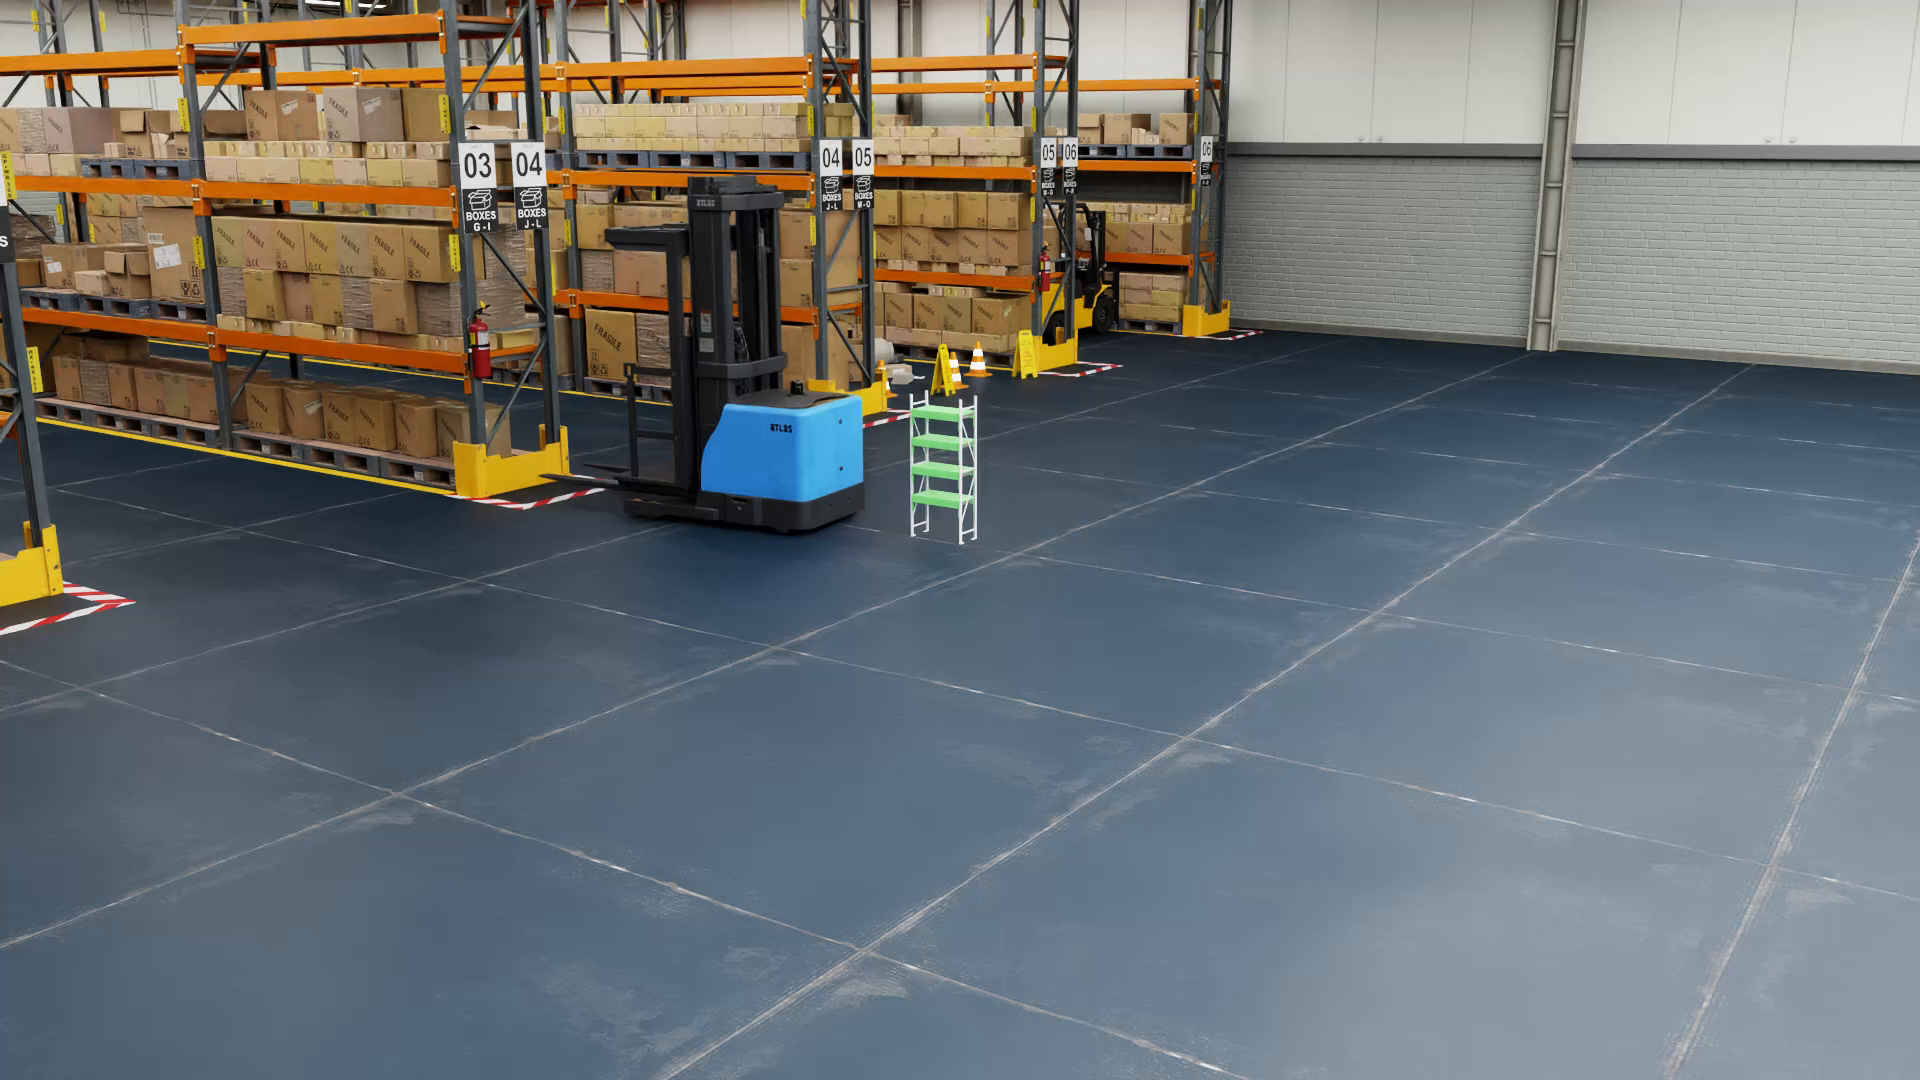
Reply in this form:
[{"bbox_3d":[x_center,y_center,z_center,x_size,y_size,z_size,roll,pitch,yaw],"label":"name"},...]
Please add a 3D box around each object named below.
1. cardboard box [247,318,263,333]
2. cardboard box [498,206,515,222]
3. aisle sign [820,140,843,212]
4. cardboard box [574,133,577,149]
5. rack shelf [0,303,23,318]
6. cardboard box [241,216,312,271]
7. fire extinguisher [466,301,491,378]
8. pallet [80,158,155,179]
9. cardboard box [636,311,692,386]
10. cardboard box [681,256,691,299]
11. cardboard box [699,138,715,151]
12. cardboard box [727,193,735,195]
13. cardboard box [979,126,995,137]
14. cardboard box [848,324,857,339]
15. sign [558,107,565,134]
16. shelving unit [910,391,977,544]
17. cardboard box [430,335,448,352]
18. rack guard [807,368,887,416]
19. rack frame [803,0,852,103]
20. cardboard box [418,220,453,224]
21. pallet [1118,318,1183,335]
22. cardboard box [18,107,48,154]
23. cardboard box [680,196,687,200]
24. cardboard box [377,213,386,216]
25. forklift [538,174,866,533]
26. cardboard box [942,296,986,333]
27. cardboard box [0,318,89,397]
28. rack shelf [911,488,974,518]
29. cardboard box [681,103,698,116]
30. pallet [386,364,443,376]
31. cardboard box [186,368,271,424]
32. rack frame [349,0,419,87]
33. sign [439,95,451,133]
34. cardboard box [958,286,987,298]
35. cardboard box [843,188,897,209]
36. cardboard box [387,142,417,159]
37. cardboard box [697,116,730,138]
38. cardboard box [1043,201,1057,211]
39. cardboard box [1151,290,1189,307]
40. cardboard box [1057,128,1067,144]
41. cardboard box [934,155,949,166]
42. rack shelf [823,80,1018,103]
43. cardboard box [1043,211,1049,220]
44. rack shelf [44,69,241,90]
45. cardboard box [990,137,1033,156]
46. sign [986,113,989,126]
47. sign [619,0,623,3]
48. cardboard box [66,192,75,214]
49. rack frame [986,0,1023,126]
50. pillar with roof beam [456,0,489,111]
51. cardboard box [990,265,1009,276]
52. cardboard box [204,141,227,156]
[{"bbox_3d":[-7.088,-2.227,17.100,0.250,0.149,0.380,9,17,33],"label":"cardboard box"},{"bbox_3d":[-5.932,-4.213,22.311,0.500,0.500,0.700,9,17,33],"label":"cardboard box"},{"bbox_3d":[-1.459,-4.133,18.869,0.004,0.787,0.394,9,17,33],"label":"aisle sign"},{"bbox_3d":[-5.031,-5.251,21.749,0.396,0.266,0.258,9,16,32],"label":"cardboard box"},{"bbox_3d":[-12.500,-2.957,21.025,4.000,0.370,1.077,9,17,33],"label":"rack shelf"},{"bbox_3d":[-6.874,-3.002,16.802,0.500,0.500,0.500,9,17,33],"label":"cardboard box"},{"bbox_3d":[-4.364,-1.821,15.097,0.183,0.674,0.296,9,17,33],"label":"fire extinguisher"},{"bbox_3d":[-8.836,-4.109,18.329,1.003,0.211,1.213,9,17,33],"label":"pallet"},{"bbox_3d":[-3.436,-2.431,20.950,0.875,0.875,0.875,9,17,33],"label":"cardboard box"},{"bbox_3d":[-3.009,-3.287,20.546,0.500,0.550,0.875,9,17,33],"label":"cardboard box"},{"bbox_3d":[-2.869,-4.675,19.664,0.250,0.149,0.380,9,17,33],"label":"cardboard box"},{"bbox_3d":[-3.795,-5.563,27.002,0.250,0.149,0.380,8,16,30],"label":"cardboard box"},{"bbox_3d":[0.469,-5.722,23.316,0.250,0.149,0.380,9,16,32],"label":"cardboard box"},{"bbox_3d":[-1.652,-3.214,25.413,0.500,0.250,0.500,8,16,30],"label":"cardboard box"},{"bbox_3d":[-4.964,-5.228,20.725,0.005,0.325,0.100,9,17,33],"label":"sign"},{"bbox_3d":[-0.137,-0.605,13.769,0.503,1.200,0.258,9,17,33],"label":"shelving unit"},{"bbox_3d":[-4.761,-1.874,15.675,0.250,0.149,0.380,9,17,33],"label":"cardboard box"},{"bbox_3d":[-1.330,-1.724,19.748,0.348,0.500,1.175,9,17,33],"label":"rack guard"},{"bbox_3d":[-1.990,-7.390,24.949,0.127,3.000,1.000,9,17,33],"label":"rack frame"},{"bbox_3d":[-4.917,-2.840,16.147,0.500,0.500,0.500,9,17,33],"label":"cardboard box"},{"bbox_3d":[3.438,-3.672,28.218,1.213,0.211,1.003,9,17,33],"label":"pallet"},{"bbox_3d":[-10.175,-4.603,18.683,0.500,0.500,0.500,9,17,33],"label":"cardboard box"},{"bbox_3d":[-5.155,-6.614,33.219,0.500,0.500,0.700,9,17,33],"label":"cardboard box"},{"bbox_3d":[-10.437,-5.816,30.868,0.500,0.500,0.500,10,17,35],"label":"cardboard box"},{"bbox_3d":[-2.383,-1.704,14.609,3.031,2.935,1.130,7,16,26],"label":"forklift"},{"bbox_3d":[0.083,-3.299,24.197,0.500,0.500,0.500,10,17,35],"label":"cardboard box"},{"bbox_3d":[-11.401,-2.308,20.450,0.875,0.875,1.225,8,16,30],"label":"cardboard box"},{"bbox_3d":[-0.137,-0.310,13.842,0.480,0.148,0.258,9,17,33],"label":"rack shelf"},{"bbox_3d":[-3.085,-5.097,19.708,0.250,0.149,0.380,9,17,33],"label":"cardboard box"},{"bbox_3d":[-7.376,-2.539,23.642,1.213,0.211,1.003,9,17,33],"label":"pallet"},{"bbox_3d":[-8.019,-1.589,18.285,0.500,0.500,0.700,8,16,29],"label":"cardboard box"},{"bbox_3d":[-7.988,-6.926,23.074,0.127,3.000,1.000,9,17,33],"label":"rack frame"},{"bbox_3d":[-4.529,-3.743,14.618,0.005,0.325,0.100,9,17,33],"label":"sign"},{"bbox_3d":[0.176,-3.581,23.983,0.250,0.149,0.380,10,17,34],"label":"cardboard box"},{"bbox_3d":[-1.335,-4.981,24.795,0.500,0.500,0.700,9,17,33],"label":"cardboard box"},{"bbox_3d":[-5.045,-3.590,15.325,0.250,0.149,0.380,8,16,30],"label":"cardboard box"},{"bbox_3d":[-2.743,-4.866,19.605,0.500,0.250,0.500,9,17,32],"label":"cardboard box"},{"bbox_3d":[1.516,-5.769,28.710,0.250,0.149,0.380,10,17,34],"label":"cardboard box"},{"bbox_3d":[3.517,-4.046,27.735,0.500,0.250,0.500,9,16,32],"label":"cardboard box"},{"bbox_3d":[1.839,-6.852,28.214,0.258,0.266,0.396,9,16,31],"label":"cardboard box"},{"bbox_3d":[-0.171,-5.445,23.857,0.250,0.149,0.380,9,16,31],"label":"cardboard box"},{"bbox_3d":[-0.883,-8.105,30.167,4.000,0.370,1.077,9,17,33],"label":"rack shelf"},{"bbox_3d":[1.505,-5.625,28.744,0.250,0.149,0.380,10,17,34],"label":"cardboard box"},{"bbox_3d":[-12.967,-7.380,26.411,4.000,0.370,1.077,9,17,33],"label":"rack shelf"},{"bbox_3d":[0.754,-5.484,23.185,0.500,0.250,0.500,9,16,32],"label":"cardboard box"},{"bbox_3d":[0.482,-7.218,28.767,0.005,0.325,0.100,9,17,33],"label":"sign"},{"bbox_3d":[-4.339,-7.027,21.210,0.005,0.325,0.100,9,17,33],"label":"sign"},{"bbox_3d":[-14.402,-5.652,27.504,0.500,0.500,0.500,9,17,32],"label":"cardboard box"},{"bbox_3d":[0.777,-8.380,28.949,0.127,3.000,1.000,9,17,33],"label":"rack frame"},{"bbox_3d":[-13.317,-9.672,34.169,0.548,9.000,9.100,9,17,33],"label":"pillar with roof beam"},{"bbox_3d":[0.627,-3.839,23.611,0.250,0.149,0.380,9,16,32],"label":"cardboard box"},{"bbox_3d":[-7.424,-3.974,16.873,0.250,0.149,0.380,9,16,31],"label":"cardboard box"}]
